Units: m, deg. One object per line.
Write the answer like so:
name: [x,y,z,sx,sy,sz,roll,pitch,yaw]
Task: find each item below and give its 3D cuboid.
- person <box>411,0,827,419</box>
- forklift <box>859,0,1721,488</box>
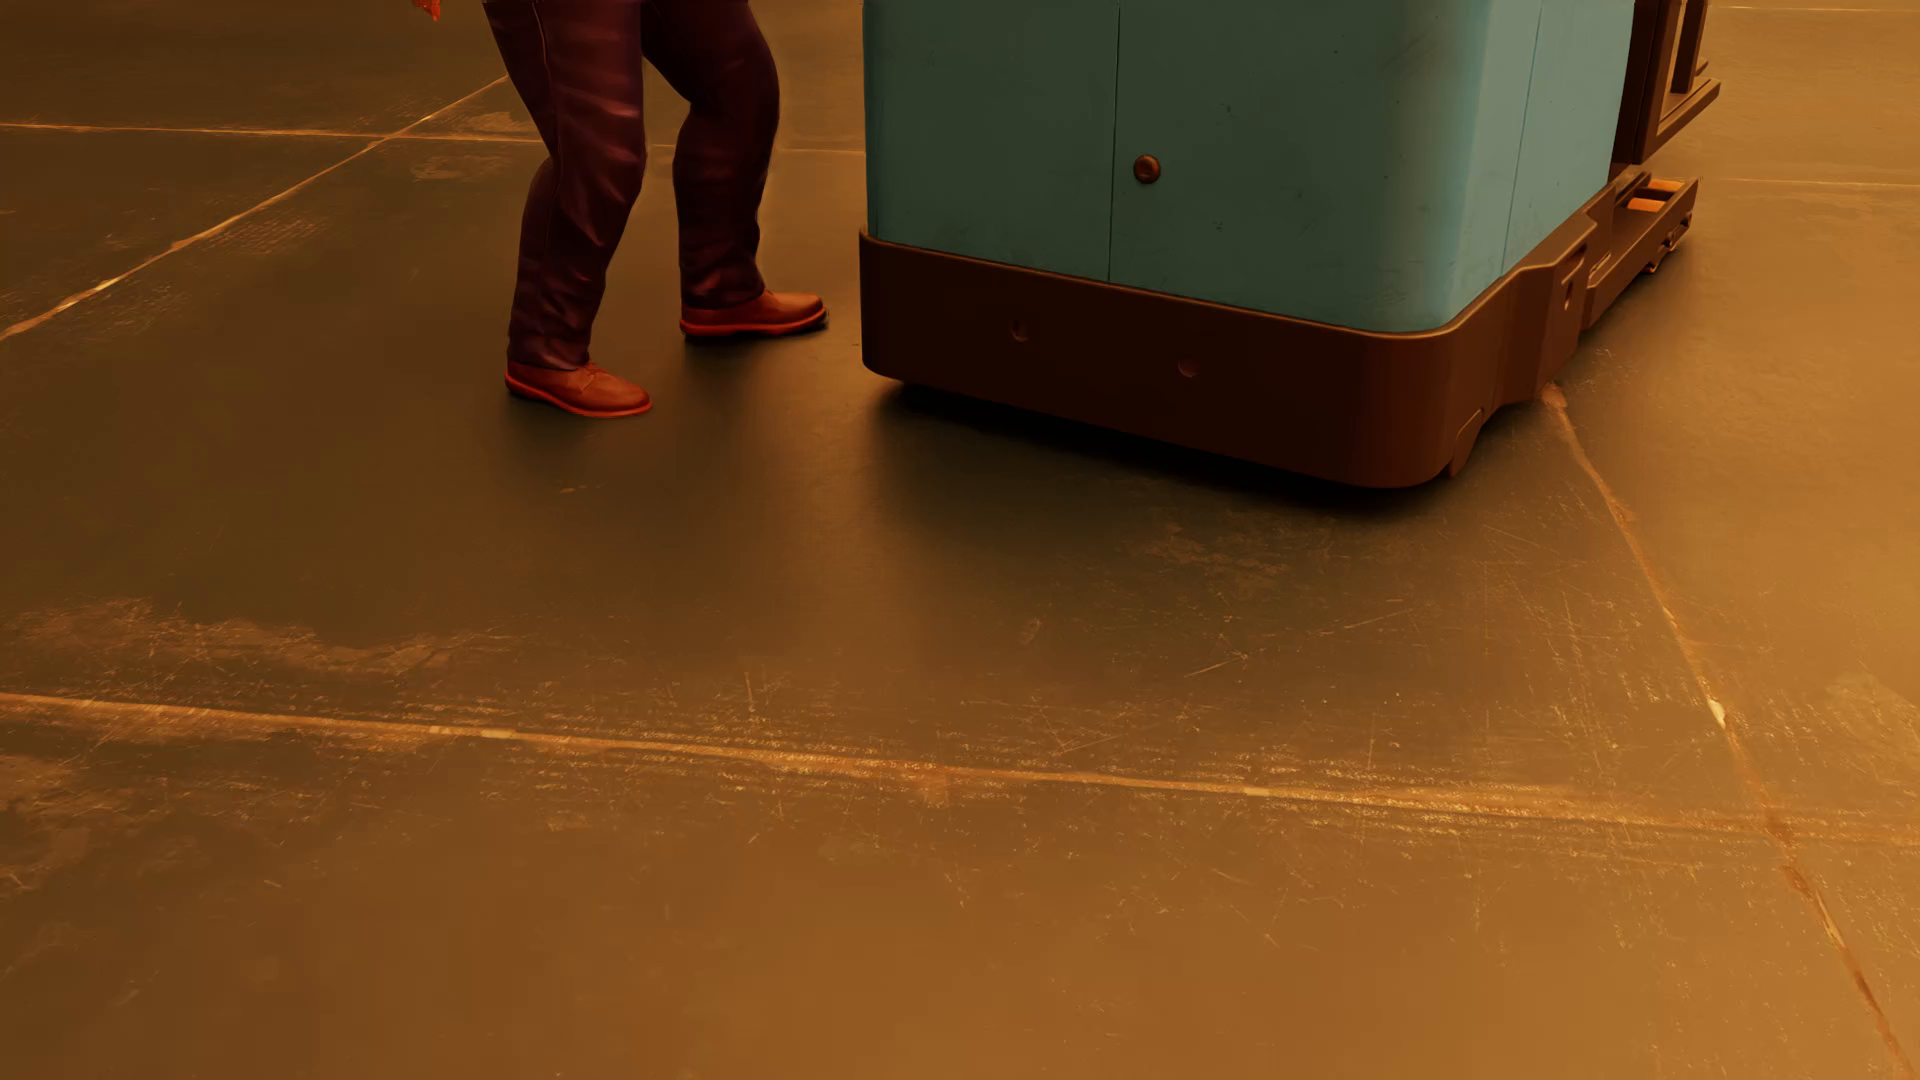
person: [-0.584,-1.032,2.776,0.385,1.623,0.821,11,29,21]
forklift: [1.039,-2.001,3.228,1.130,2.935,3.031,16,31,29]
